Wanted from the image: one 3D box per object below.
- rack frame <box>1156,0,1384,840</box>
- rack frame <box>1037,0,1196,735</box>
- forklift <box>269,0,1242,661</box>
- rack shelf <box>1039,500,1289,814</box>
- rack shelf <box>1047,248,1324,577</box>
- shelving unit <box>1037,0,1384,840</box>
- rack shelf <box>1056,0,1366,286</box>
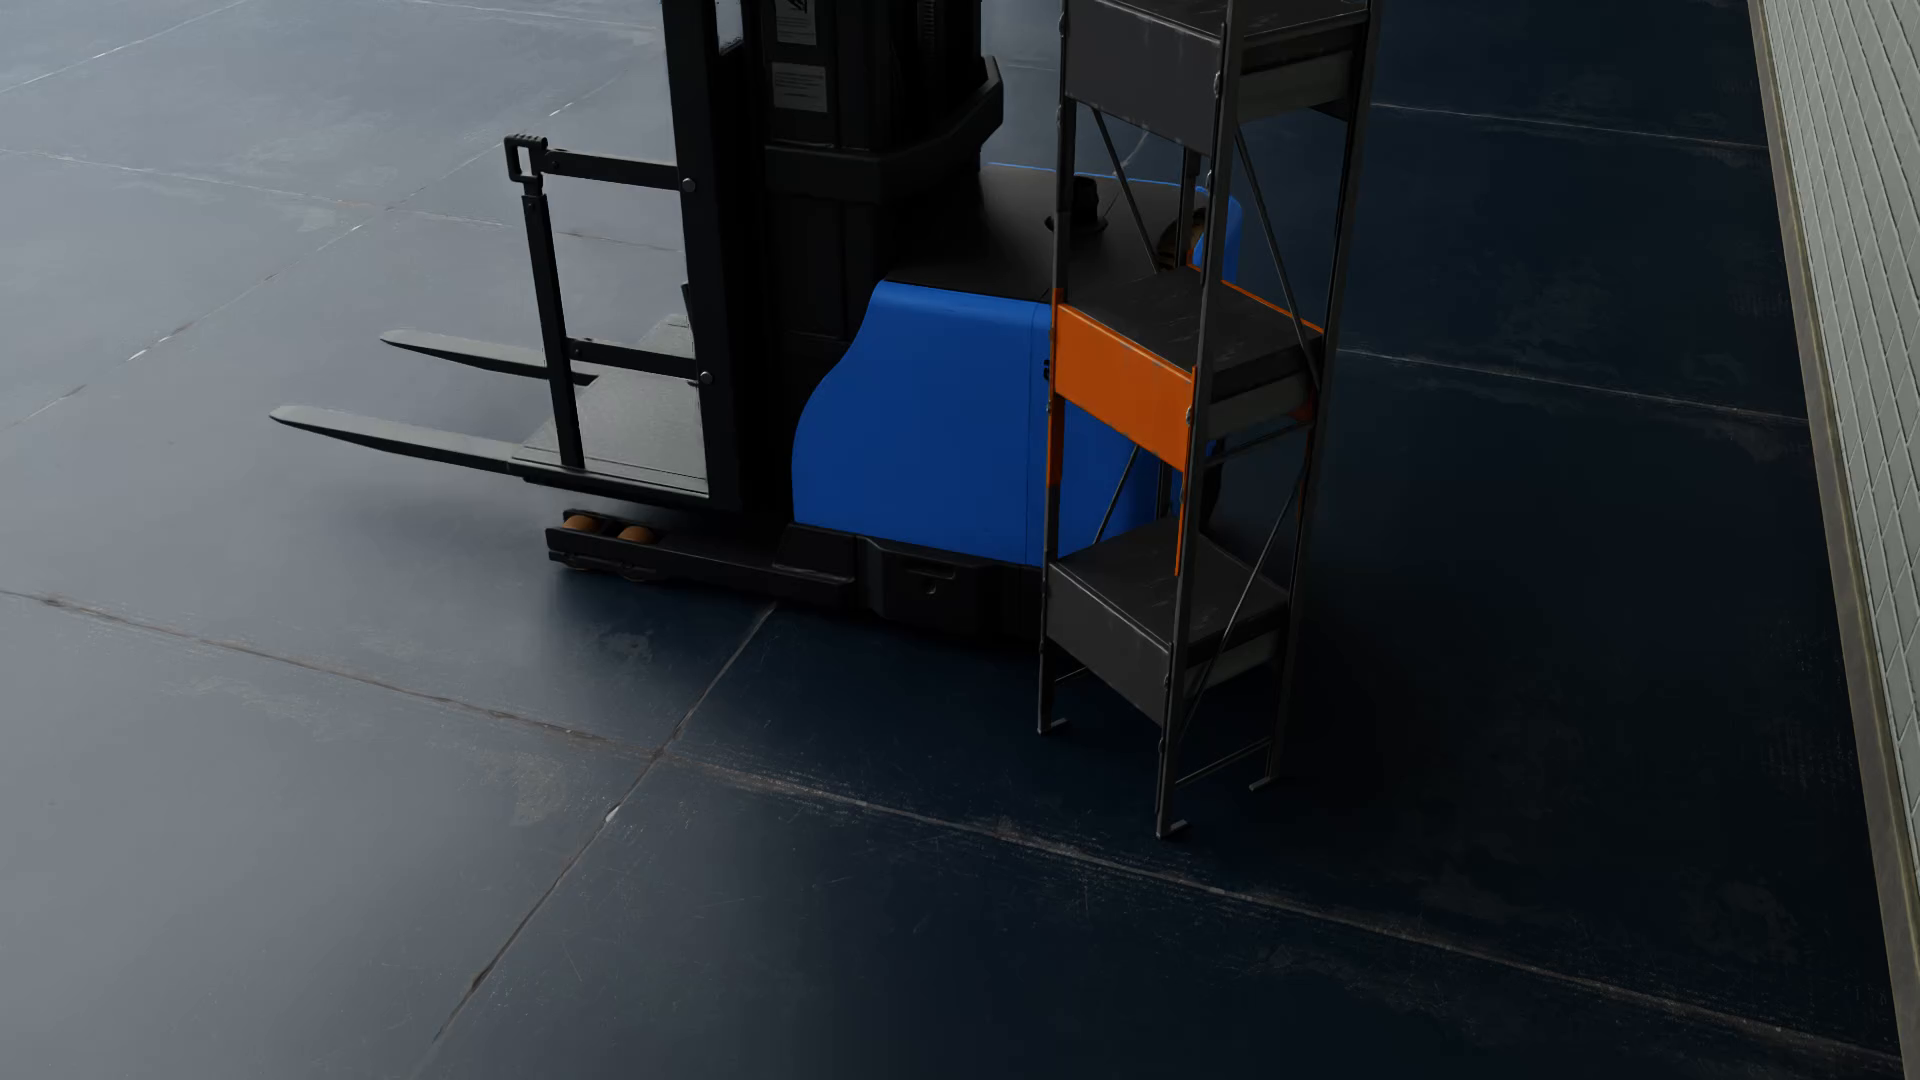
[{"bbox_3d":[0.653,-0.207,3.635,0.400,2.100,0.015,-21,38,-29],"label":"rack frame"},{"bbox_3d":[0.376,-0.425,3.972,0.400,2.100,0.015,-21,38,-29],"label":"rack frame"},{"bbox_3d":[-0.738,-1.362,4.658,3.031,2.935,1.130,10,34,16],"label":"forklift"},{"bbox_3d":[0.515,0.284,4.191,0.431,0.518,0.480,-21,38,-29],"label":"rack shelf"},{"bbox_3d":[0.515,-0.304,3.811,0.431,0.518,0.480,-21,38,-29],"label":"rack shelf"},{"bbox_3d":[0.515,-0.316,3.803,0.431,2.100,0.503,-21,38,-29],"label":"shelving unit"},{"bbox_3d":[0.515,-0.893,3.431,0.431,0.518,0.480,-21,38,-29],"label":"rack shelf"}]
